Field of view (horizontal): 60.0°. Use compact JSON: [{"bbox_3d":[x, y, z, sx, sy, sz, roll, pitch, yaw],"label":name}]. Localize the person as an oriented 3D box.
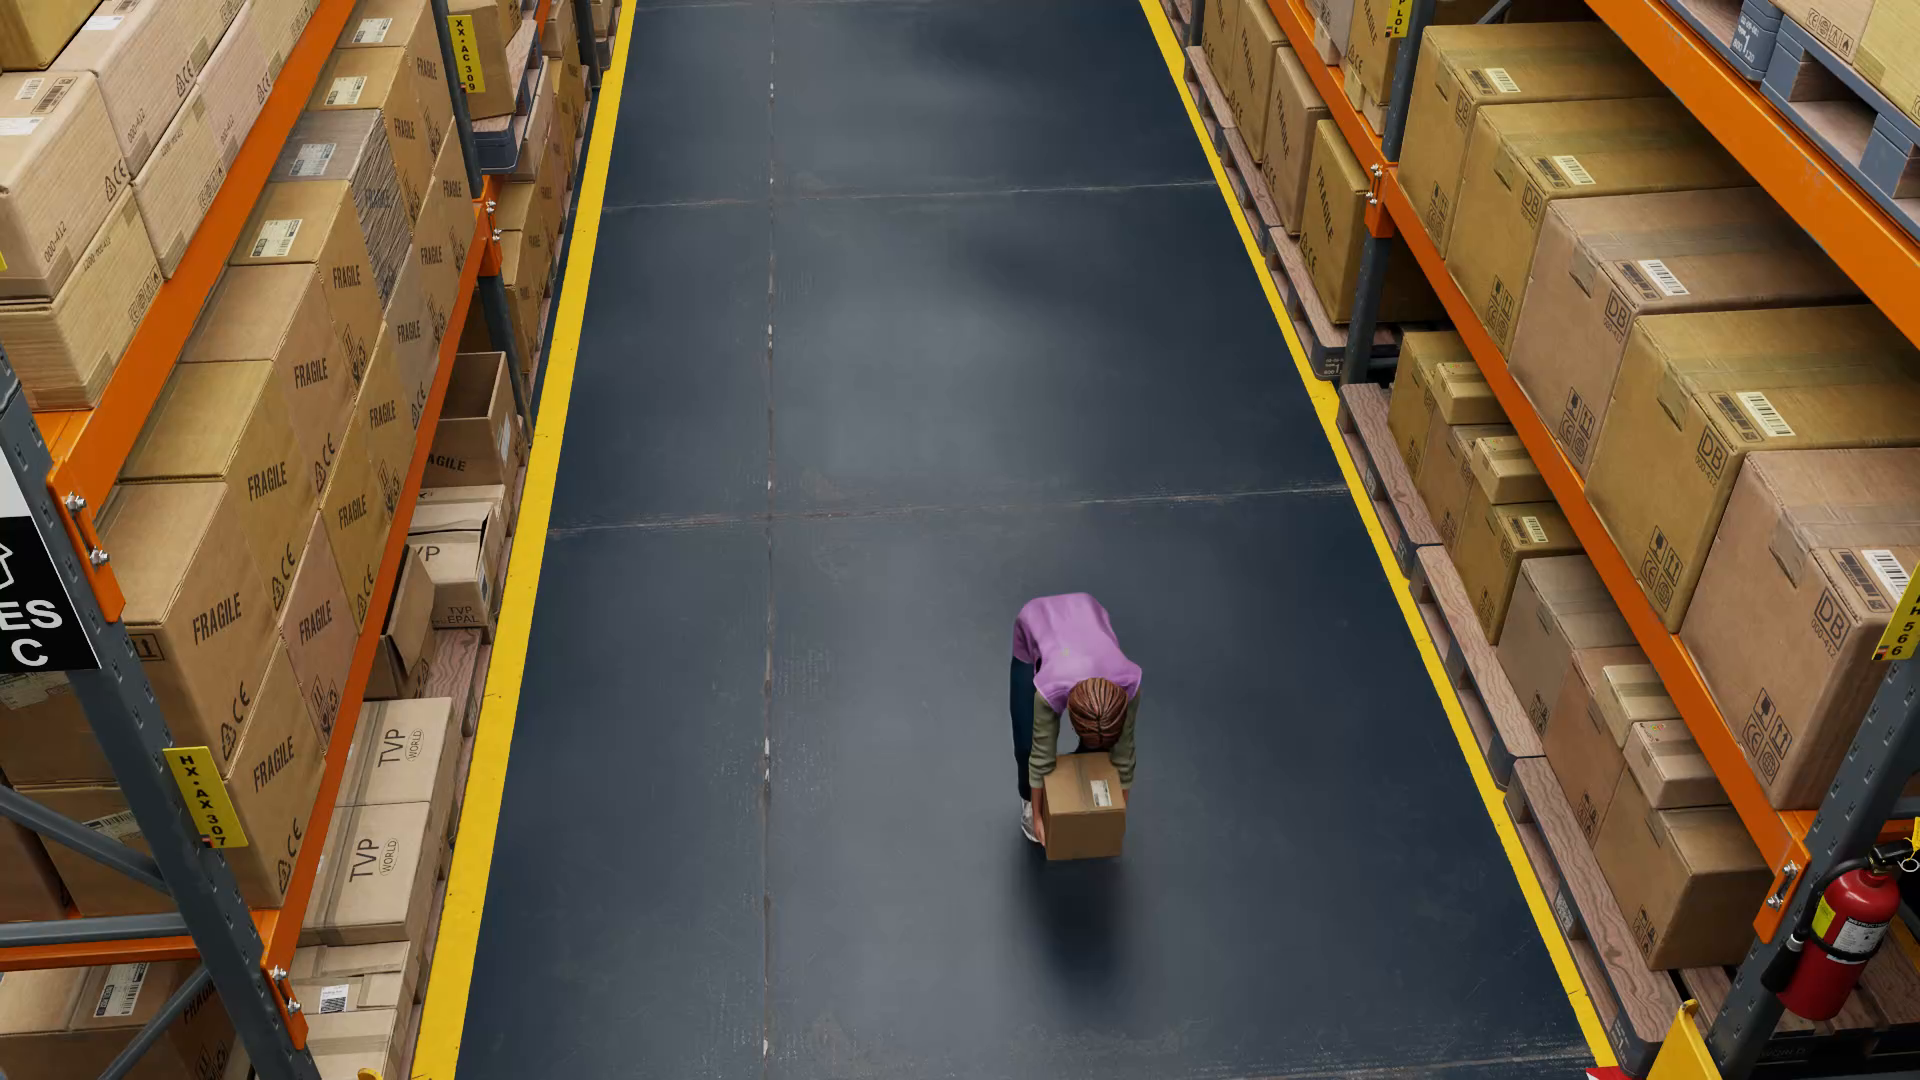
[{"bbox_3d":[0.393,0.688,5.724,0.402,1.099,0.846,-5,40,-6],"label":"person"}]
